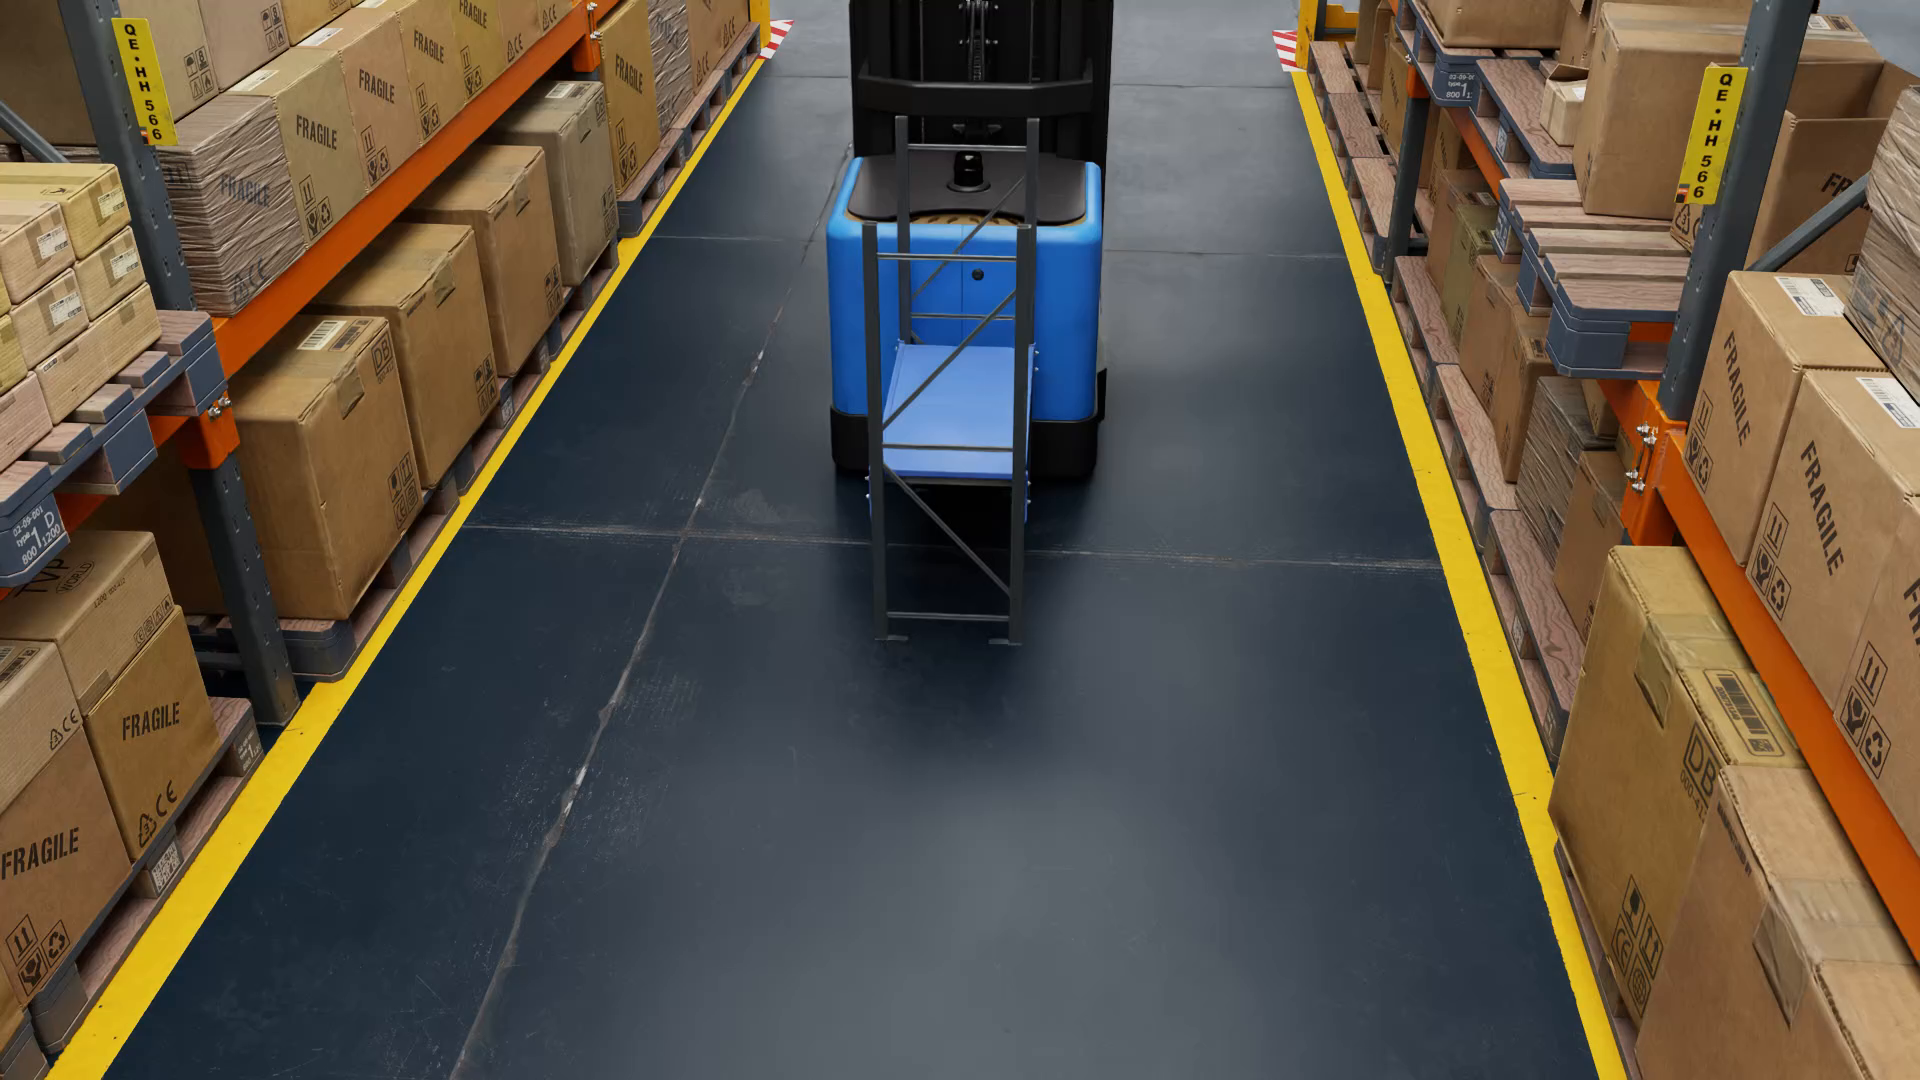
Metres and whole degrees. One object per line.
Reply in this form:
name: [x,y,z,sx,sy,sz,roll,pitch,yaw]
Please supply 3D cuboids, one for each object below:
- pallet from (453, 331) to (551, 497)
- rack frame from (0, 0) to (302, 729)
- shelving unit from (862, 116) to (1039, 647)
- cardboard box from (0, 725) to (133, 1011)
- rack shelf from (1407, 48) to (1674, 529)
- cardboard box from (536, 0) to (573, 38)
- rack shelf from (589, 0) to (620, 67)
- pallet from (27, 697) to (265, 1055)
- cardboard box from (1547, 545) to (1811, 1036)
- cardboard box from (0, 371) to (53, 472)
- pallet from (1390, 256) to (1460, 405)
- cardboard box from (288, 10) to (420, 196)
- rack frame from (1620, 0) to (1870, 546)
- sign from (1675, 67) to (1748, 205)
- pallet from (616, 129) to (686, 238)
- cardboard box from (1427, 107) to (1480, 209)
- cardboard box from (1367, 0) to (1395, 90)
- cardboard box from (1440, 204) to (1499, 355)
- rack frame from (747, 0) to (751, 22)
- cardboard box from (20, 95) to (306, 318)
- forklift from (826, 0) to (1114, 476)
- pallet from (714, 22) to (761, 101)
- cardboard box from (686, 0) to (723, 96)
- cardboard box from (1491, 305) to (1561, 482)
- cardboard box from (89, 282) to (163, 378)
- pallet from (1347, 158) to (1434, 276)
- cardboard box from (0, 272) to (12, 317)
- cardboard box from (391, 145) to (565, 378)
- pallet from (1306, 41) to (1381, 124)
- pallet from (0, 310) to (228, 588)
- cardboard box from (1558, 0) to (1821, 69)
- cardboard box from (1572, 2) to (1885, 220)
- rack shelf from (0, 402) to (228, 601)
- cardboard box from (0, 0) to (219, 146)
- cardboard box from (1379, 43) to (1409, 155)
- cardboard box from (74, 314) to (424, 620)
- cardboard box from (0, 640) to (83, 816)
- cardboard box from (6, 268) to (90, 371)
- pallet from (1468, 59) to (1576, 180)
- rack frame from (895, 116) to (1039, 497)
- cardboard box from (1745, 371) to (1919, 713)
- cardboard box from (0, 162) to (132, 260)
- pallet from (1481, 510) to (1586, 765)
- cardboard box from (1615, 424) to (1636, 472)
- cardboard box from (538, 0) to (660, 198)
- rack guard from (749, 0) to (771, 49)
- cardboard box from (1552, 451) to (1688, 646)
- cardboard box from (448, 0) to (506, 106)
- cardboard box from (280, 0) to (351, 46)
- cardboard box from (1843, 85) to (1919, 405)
pallet: [-2.392,-0.589,7.004,1.003,0.211,1.213,2,32,4]
rack frame: [-2.633,-0.730,4.576,1.000,3.000,0.127,2,32,4]
shelving unit: [-0.007,-0.557,5.723,0.538,1.500,1.048,2,32,3]
cardboard box: [-2.472,0.782,4.105,0.500,0.500,0.500,4,32,6]
rack shelf: [2.465,-1.205,6.032,1.077,0.370,4.000,2,32,4]
cardboard box: [-2.083,-2.580,7.483,0.500,0.500,0.500,2,32,4]
rack shelf: [-2.144,-3.562,9.856,1.077,0.370,4.000,2,32,4]
pallet: [-2.698,0.865,4.645,1.003,0.211,1.213,2,32,4]
cardboard box: [2.225,0.620,4.010,1.225,0.875,0.875,1,32,2]
cardboard box: [-2.257,-0.260,3.653,0.380,0.149,0.250,3,32,5]
pallet: [2.566,-0.963,7.612,1.003,0.211,1.213,2,32,4]
cardboard box: [-2.247,-1.526,5.772,0.500,0.500,0.500,2,32,4]
rack frame: [2.302,-0.466,4.147,1.000,3.000,0.127,2,32,4]
sign: [1.761,-0.943,3.893,0.100,0.325,0.005,2,32,4]
pallet: [-2.167,-2.029,9.342,1.003,0.211,1.213,2,32,4]
cardboard box: [2.700,-1.879,8.423,0.500,0.500,0.500,2,32,2]
cardboard box: [2.872,-3.124,10.442,0.500,0.500,0.500,11,33,17]
cardboard box: [2.499,-1.112,7.158,0.700,0.500,0.500,2,32,4]
rack frame: [-1.982,-4.914,11.364,1.000,3.000,0.127,2,32,4]
cardboard box: [-2.327,-0.996,4.912,0.500,0.500,0.500,3,32,5]
forklift: [0.103,-2.242,7.094,1.130,2.935,3.031,2,32,3]
pallet: [-1.969,-3.305,11.412,1.003,0.211,1.213,2,32,4]
cardboard box: [-2.040,-3.370,10.485,0.875,0.875,0.875,2,32,3]
cardboard box: [2.409,-0.527,6.210,0.700,0.500,0.500,5,32,8]
cardboard box: [-2.215,-0.525,4.081,0.380,0.149,0.250,3,32,5]
pallet: [2.647,-1.723,8.845,1.003,0.211,1.213,2,32,4]
cardboard box: [-2.260,-0.511,3.493,0.380,0.149,0.250,3,32,5]
cardboard box: [-2.350,-1.210,7.099,1.050,0.750,0.750,2,32,4]
pallet: [2.846,-2.999,10.915,1.003,0.211,1.213,2,32,4]
pallet: [-2.585,-0.272,4.014,1.213,0.211,1.003,2,32,4]
cardboard box: [2.579,-1.870,5.926,0.797,0.503,0.637,6,32,9]
cardboard box: [2.252,-1.267,4.952,0.700,0.500,0.500,7,32,11]
rack shelf: [-2.796,0.622,3.068,1.077,0.370,4.000,2,32,4]
cardboard box: [-2.586,-1.433,4.668,0.700,0.500,0.500,2,32,4]
cardboard box: [2.712,-2.507,9.442,0.500,0.500,0.500,0,32,0]
cardboard box: [-2.494,-0.266,5.567,1.050,0.750,0.750,2,32,3]
cardboard box: [-2.458,0.469,3.897,0.500,0.250,0.500,3,32,5]
cardboard box: [-2.239,-0.511,3.777,0.380,0.149,0.250,4,32,6]
pallet: [2.423,-1.421,5.879,1.003,0.211,1.213,2,32,4]
rack frame: [0.025,-0.823,6.155,0.500,1.500,0.032,2,32,3]
cardboard box: [1.952,0.004,3.289,0.500,0.500,0.500,2,32,3]
cardboard box: [-2.216,-0.780,3.928,0.380,0.149,0.250,1,32,2]
pallet: [2.367,0.313,5.541,1.003,0.211,1.213,2,32,4]
cardboard box: [2.327,-0.260,5.061,0.500,0.250,0.500,4,32,6]
cardboard box: [-2.186,-2.422,8.946,0.875,0.875,0.875,3,32,5]
rack guard: [-1.980,-3.862,12.040,1.175,0.500,0.348,2,32,4]
cardboard box: [2.337,0.060,5.257,0.700,0.500,0.500,1,32,1]
cardboard box: [-2.166,-2.052,6.625,0.500,0.500,0.500,3,32,5]
cardboard box: [-2.507,-1.966,5.533,0.700,0.500,0.500,2,32,3]
cardboard box: [2.227,-0.554,3.238,0.797,0.503,0.637,3,32,6]
